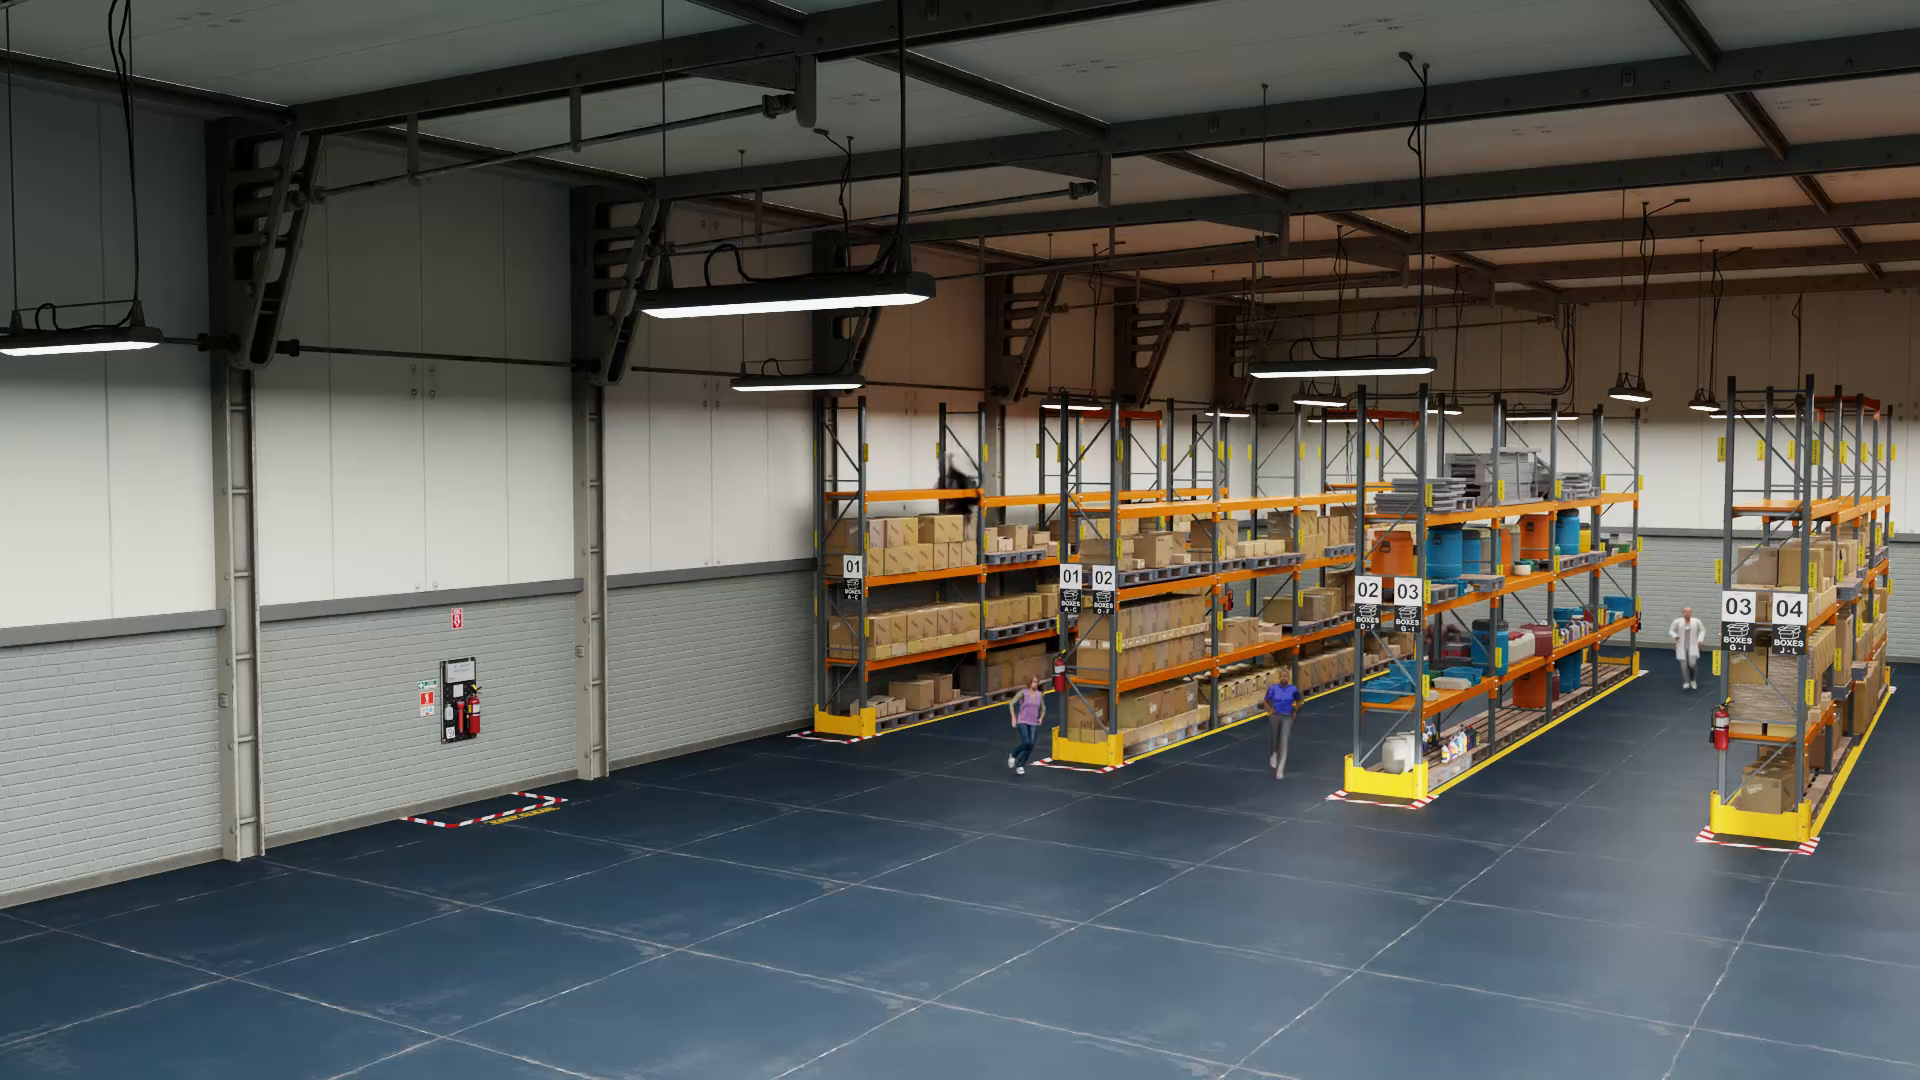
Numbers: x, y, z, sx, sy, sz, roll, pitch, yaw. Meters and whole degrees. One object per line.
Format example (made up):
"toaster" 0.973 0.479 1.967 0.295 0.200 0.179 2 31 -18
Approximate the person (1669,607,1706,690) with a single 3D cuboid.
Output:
"person" 15.318 2.286 35.059 0.706 1.757 0.684 1 3 25

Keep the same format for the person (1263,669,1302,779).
"person" 5.012 2.832 25.873 0.592 1.663 0.768 1 3 12

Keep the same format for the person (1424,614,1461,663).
"person" 9.725 2.353 33.656 0.730 1.827 0.978 2 4 34

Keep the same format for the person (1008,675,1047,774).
"person" 1.085 2.873 25.913 0.574 1.531 0.494 -1 3 -26
